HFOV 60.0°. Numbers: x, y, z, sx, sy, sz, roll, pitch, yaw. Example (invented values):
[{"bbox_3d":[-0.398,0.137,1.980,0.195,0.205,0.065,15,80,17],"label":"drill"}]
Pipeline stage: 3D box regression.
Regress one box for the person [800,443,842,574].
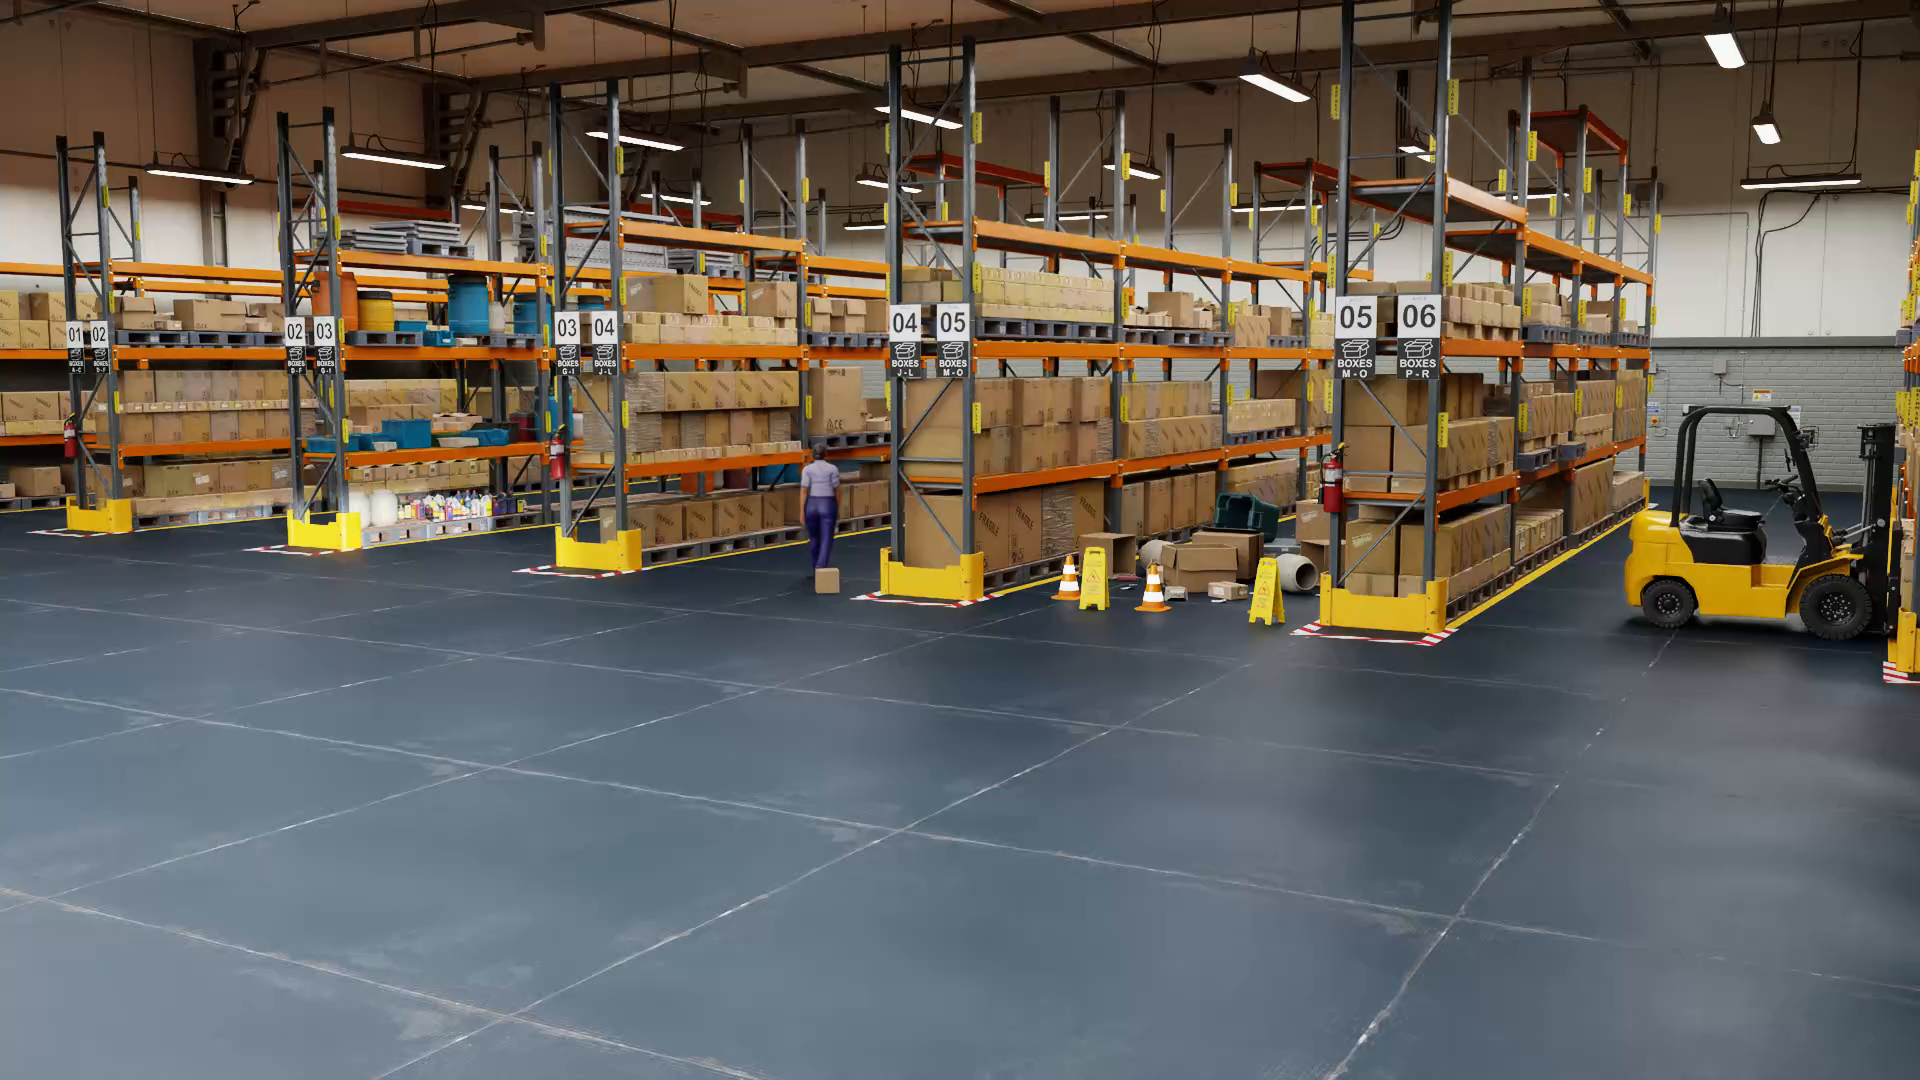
[{"bbox_3d":[-1.647,-0.352,19.739,0.483,1.594,1.005,1,6,6],"label":"person"}]
